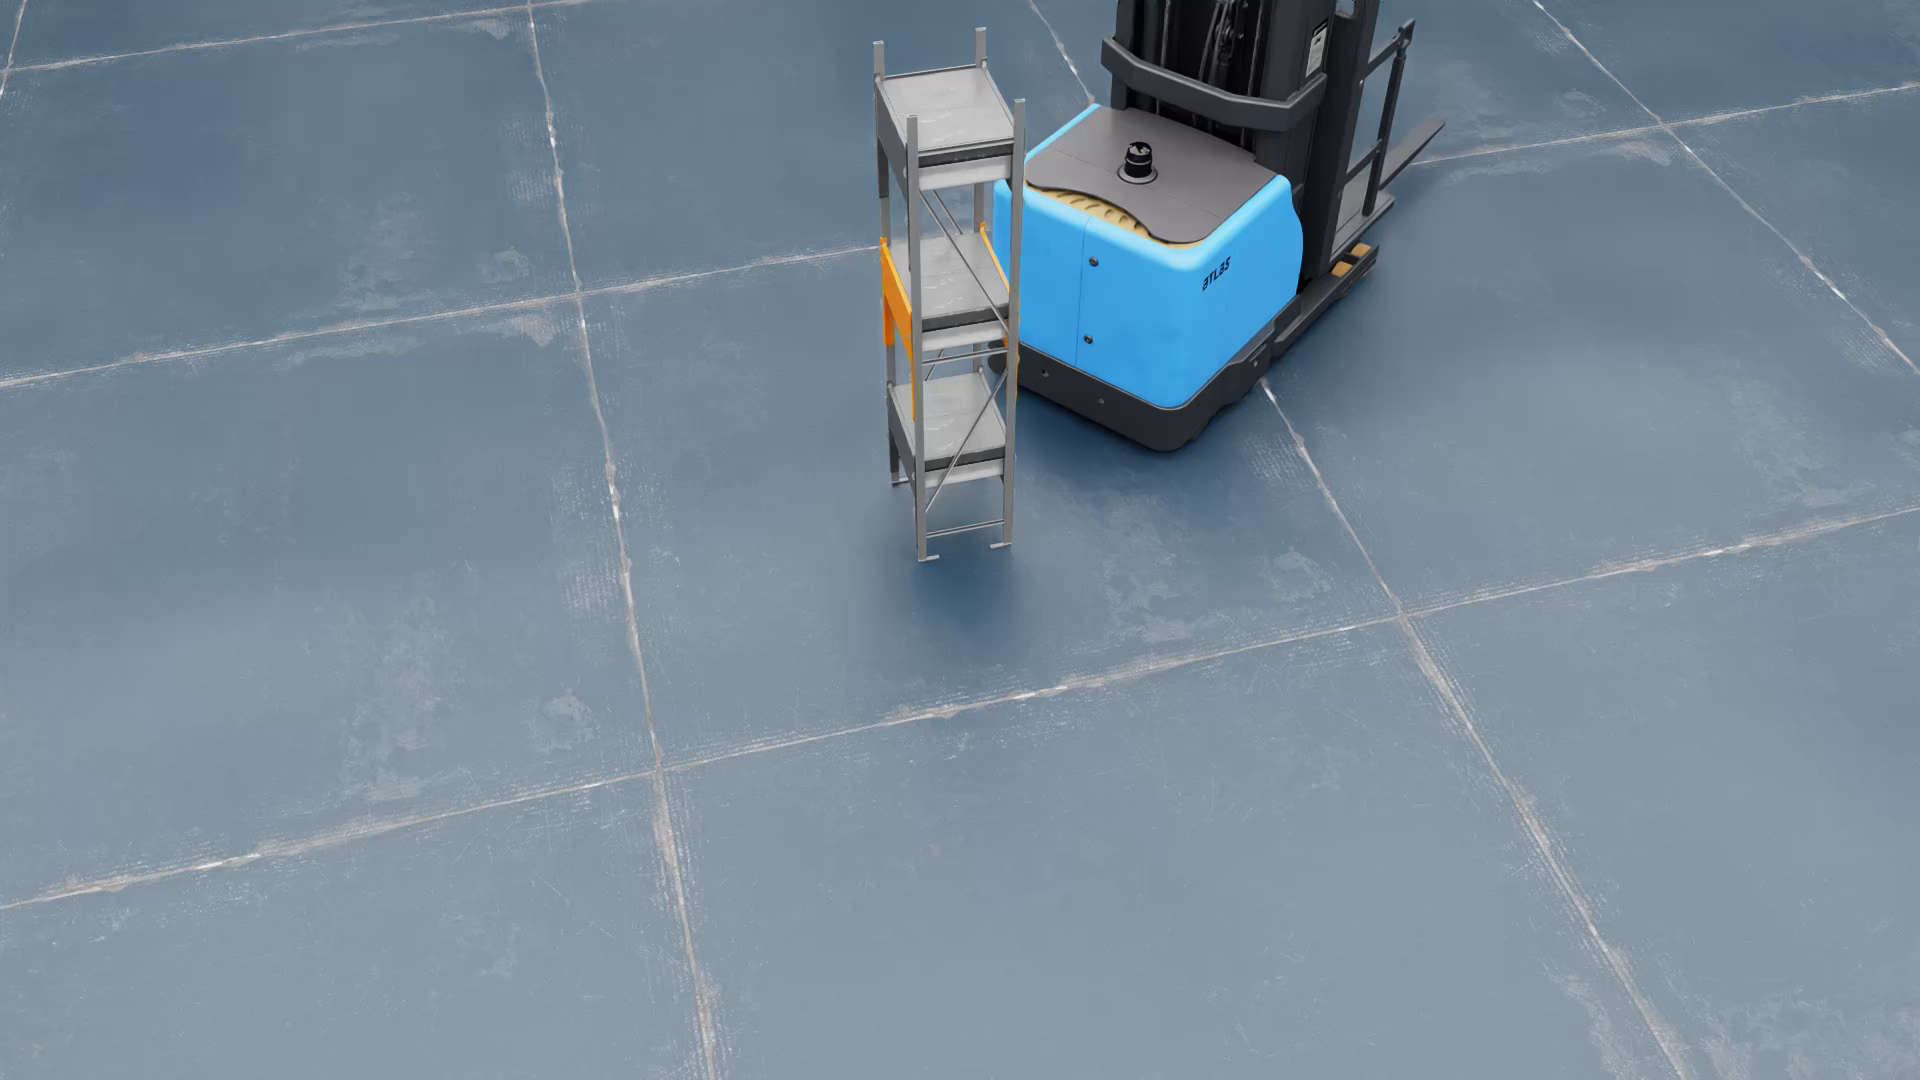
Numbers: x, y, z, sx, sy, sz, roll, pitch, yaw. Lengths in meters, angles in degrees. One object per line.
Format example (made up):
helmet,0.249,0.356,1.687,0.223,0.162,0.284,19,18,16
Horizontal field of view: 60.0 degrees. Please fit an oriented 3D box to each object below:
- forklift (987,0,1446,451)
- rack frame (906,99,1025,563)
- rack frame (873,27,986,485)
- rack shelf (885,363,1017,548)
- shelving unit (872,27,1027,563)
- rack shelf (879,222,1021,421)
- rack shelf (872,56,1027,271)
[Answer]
forklift,1.420,-2.420,7.320,1.130,2.935,3.031,29,52,25
rack frame,0.020,-0.681,6.198,0.400,2.100,0.015,-11,47,-10
rack frame,-0.105,-1.018,6.528,0.400,2.100,0.015,-11,47,-10
rack shelf,-0.042,-0.350,6.873,0.431,0.518,0.480,-11,47,-10
shelving unit,-0.042,-0.849,6.363,0.431,2.100,0.503,-11,47,-10
rack shelf,-0.042,-0.840,6.373,0.431,0.518,0.480,-11,47,-10
rack shelf,-0.042,-1.330,5.873,0.431,0.518,0.480,-11,47,-10
